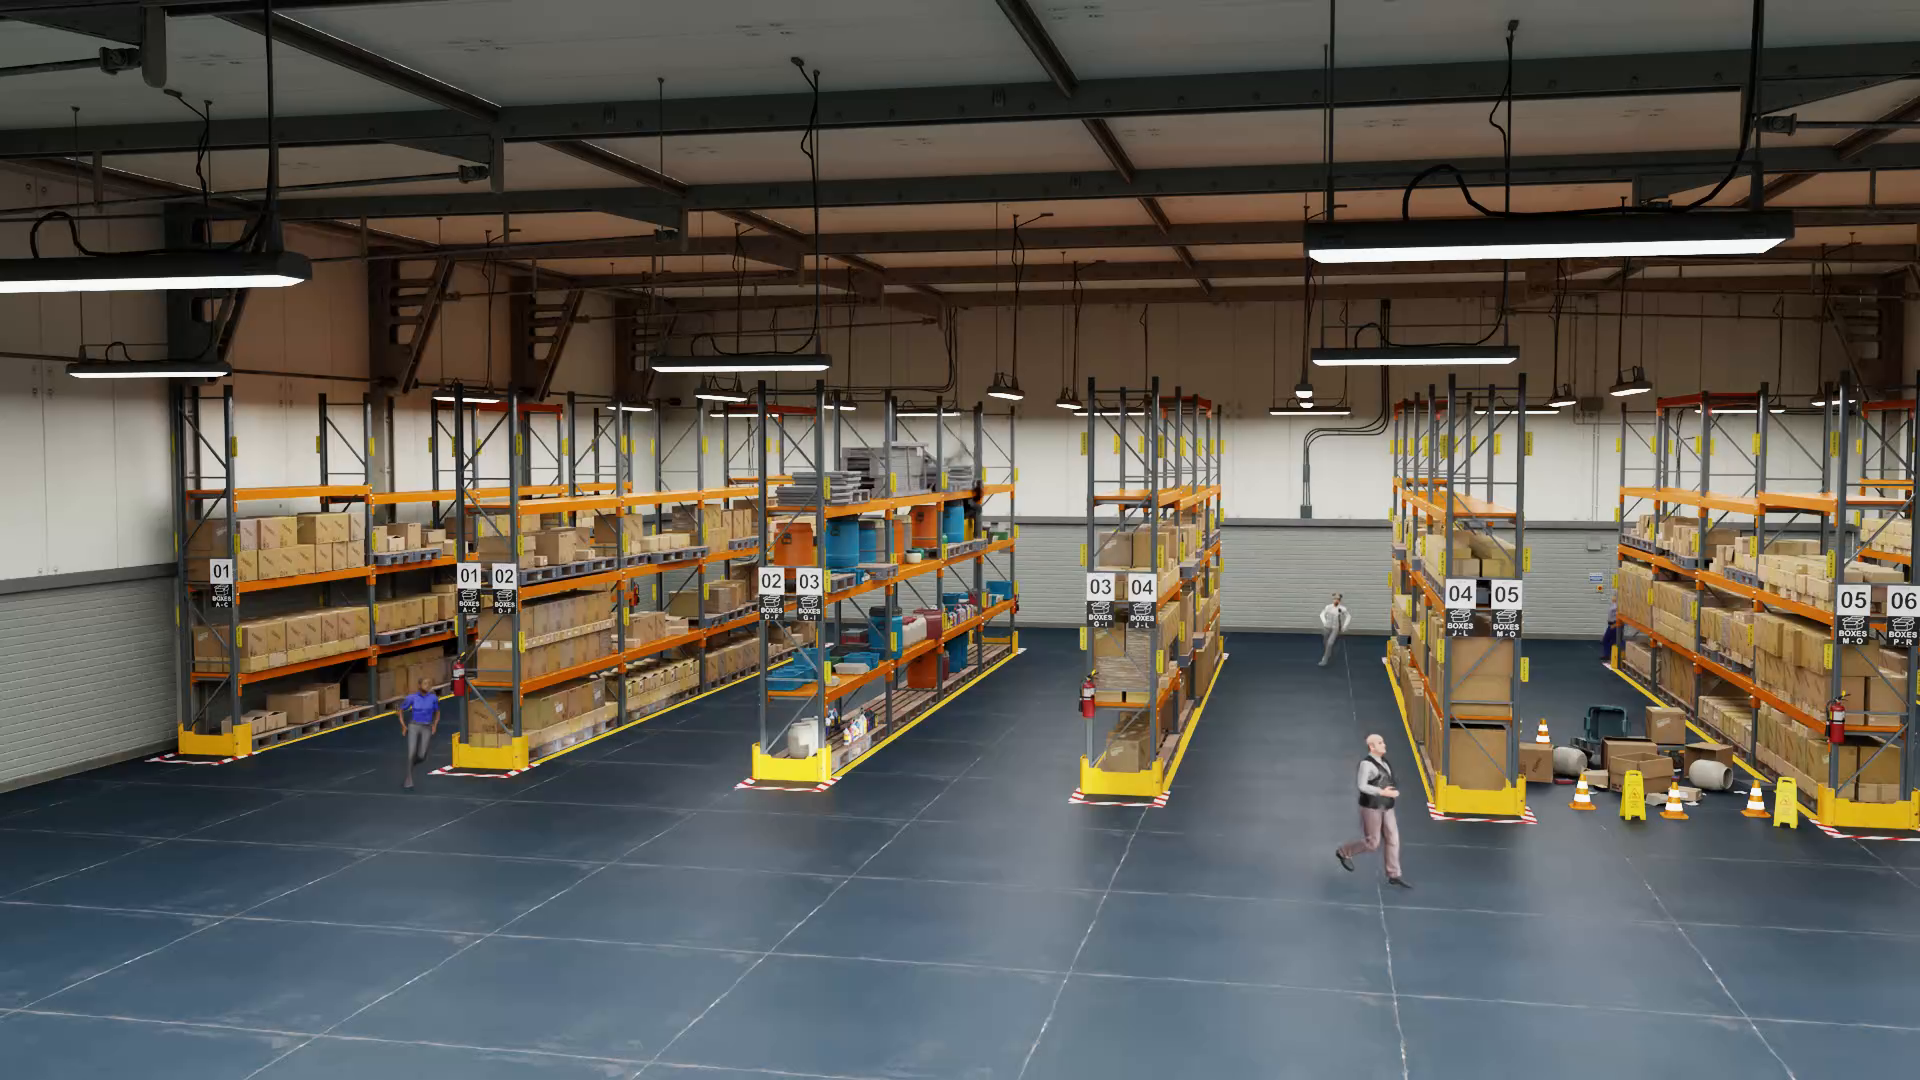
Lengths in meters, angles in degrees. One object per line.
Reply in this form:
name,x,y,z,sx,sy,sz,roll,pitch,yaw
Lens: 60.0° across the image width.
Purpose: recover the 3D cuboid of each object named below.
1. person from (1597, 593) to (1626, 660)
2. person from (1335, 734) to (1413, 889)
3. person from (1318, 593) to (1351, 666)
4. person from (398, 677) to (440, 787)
person,15.326,2.029,38.870,0.838,1.601,0.675,2,4,28
person,4.747,3.074,18.997,0.936,1.717,0.661,3,4,44
person,8.576,2.034,38.135,0.674,1.651,0.887,2,4,28
person,-8.050,2.832,24.772,0.619,1.599,0.554,-2,4,-30
